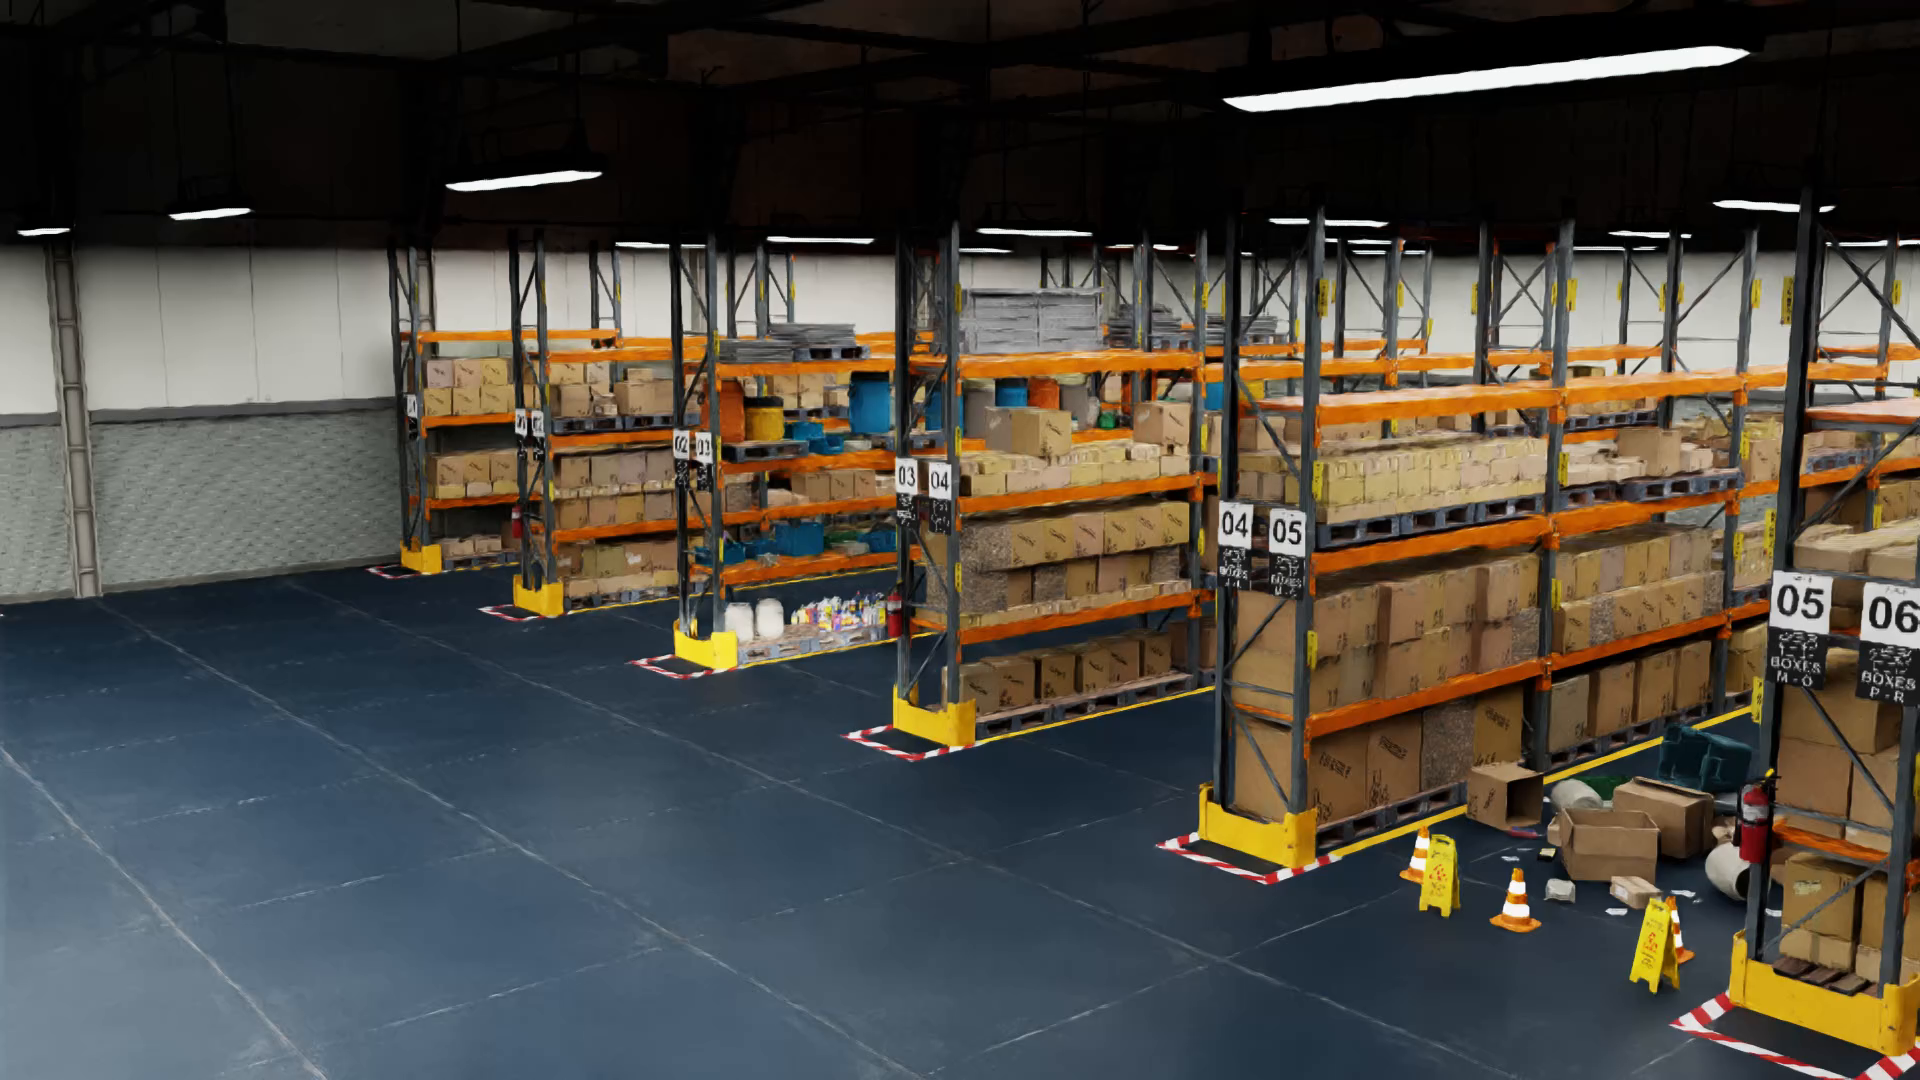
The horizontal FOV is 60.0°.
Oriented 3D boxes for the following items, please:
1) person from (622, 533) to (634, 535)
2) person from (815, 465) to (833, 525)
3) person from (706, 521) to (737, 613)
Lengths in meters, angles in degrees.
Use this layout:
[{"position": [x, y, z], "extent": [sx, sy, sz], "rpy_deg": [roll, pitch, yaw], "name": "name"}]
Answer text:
[{"position": [-5.898, -0.146, 29.402], "extent": [1.110, 1.590, 0.446], "rpy_deg": [-7, 11, -37], "name": "person"}, {"position": [-2.580, -0.654, 32.059], "extent": [0.456, 1.786, 0.620], "rpy_deg": [3, 9, 18], "name": "person"}, {"position": [-3.697, 0.395, 26.132], "extent": [0.568, 1.528, 0.780], "rpy_deg": [5, 10, 31], "name": "person"}]
